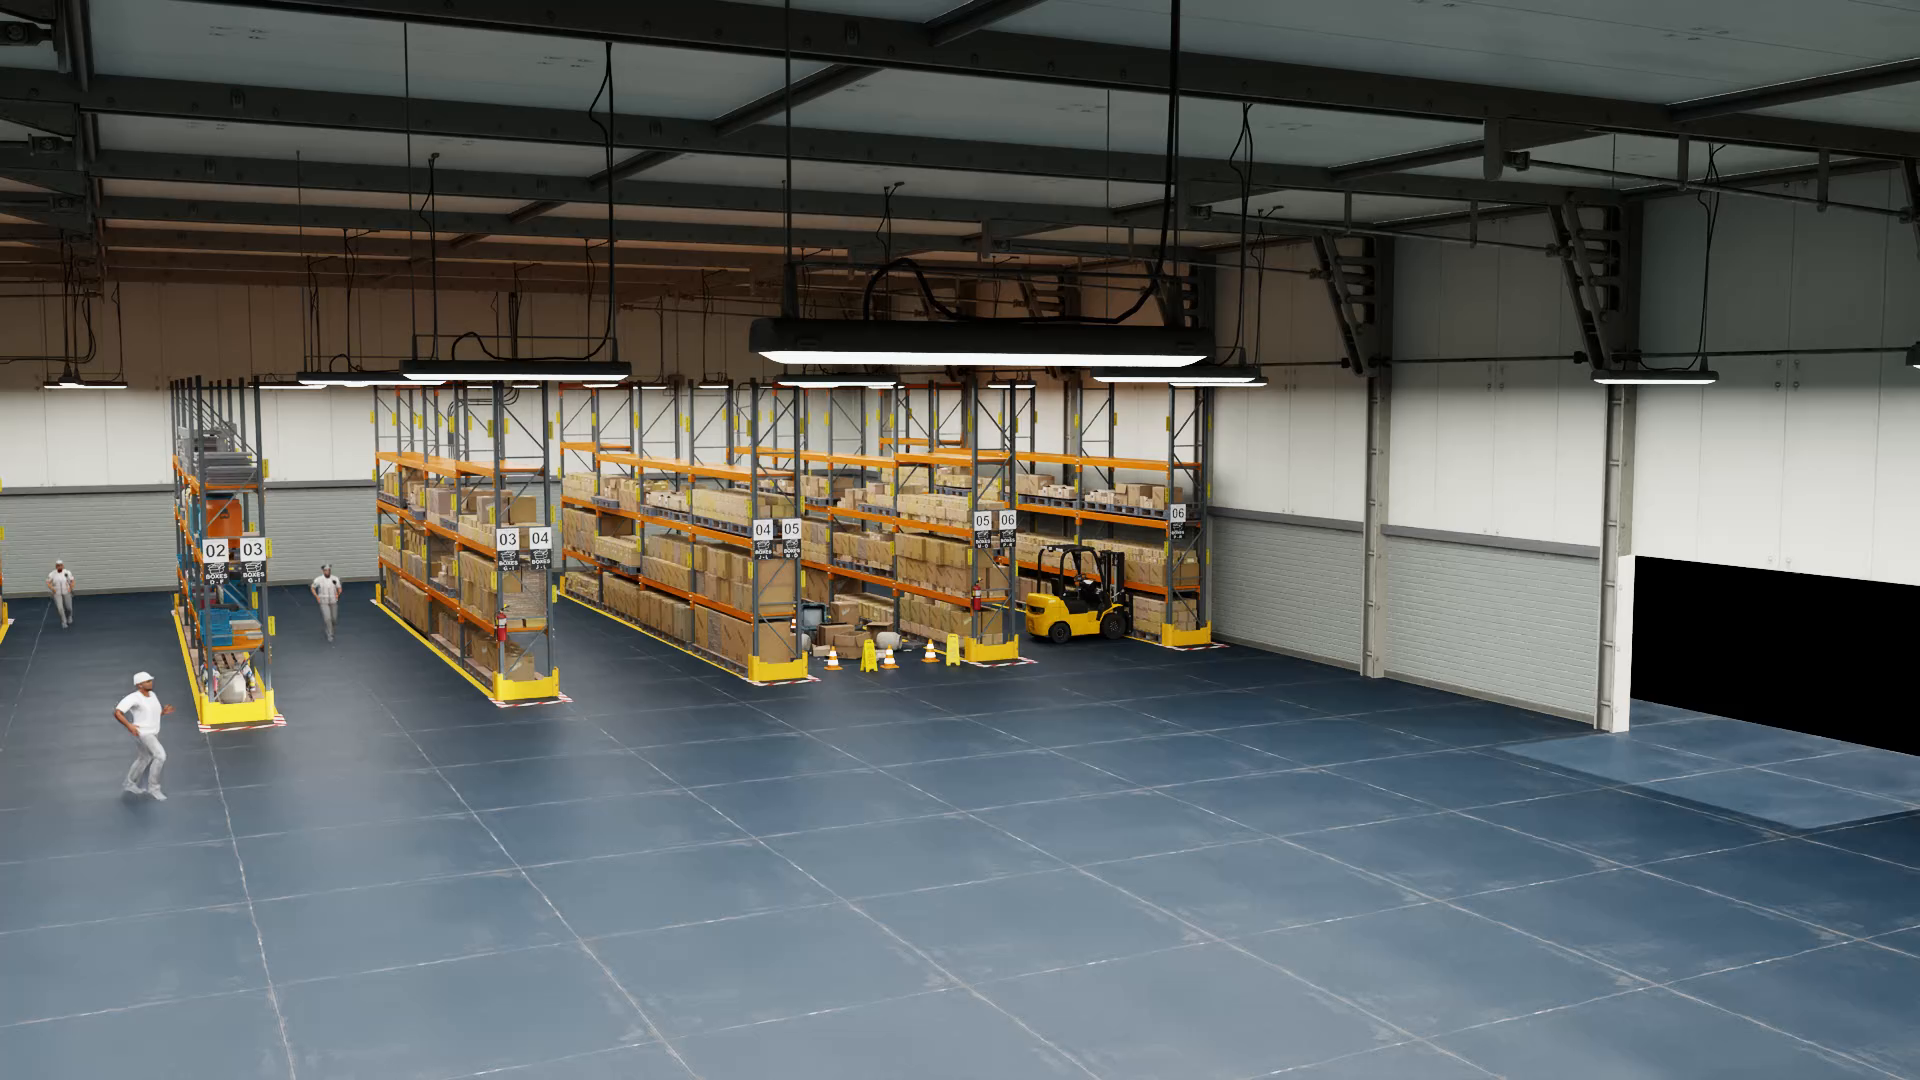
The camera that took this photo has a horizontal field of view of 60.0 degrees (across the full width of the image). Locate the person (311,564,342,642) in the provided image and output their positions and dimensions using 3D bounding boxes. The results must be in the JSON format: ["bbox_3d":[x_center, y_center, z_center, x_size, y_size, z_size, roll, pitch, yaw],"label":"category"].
[{"bbox_3d":[-14.637,1.430,38.466,0.671,1.775,0.774,-3,6,-34],"label":"person"}]

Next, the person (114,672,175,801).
[{"bbox_3d":[-11.459,2.748,23.415,0.734,1.795,0.672,0,5,-4],"label":"person"}]

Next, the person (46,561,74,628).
[{"bbox_3d":[-21.936,1.316,40.563,0.615,1.642,0.538,-3,6,-31],"label":"person"}]

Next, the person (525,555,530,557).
[{"bbox_3d":[-12.483,0.693,47.537,0.675,1.481,0.492,3,6,34],"label":"person"}]
